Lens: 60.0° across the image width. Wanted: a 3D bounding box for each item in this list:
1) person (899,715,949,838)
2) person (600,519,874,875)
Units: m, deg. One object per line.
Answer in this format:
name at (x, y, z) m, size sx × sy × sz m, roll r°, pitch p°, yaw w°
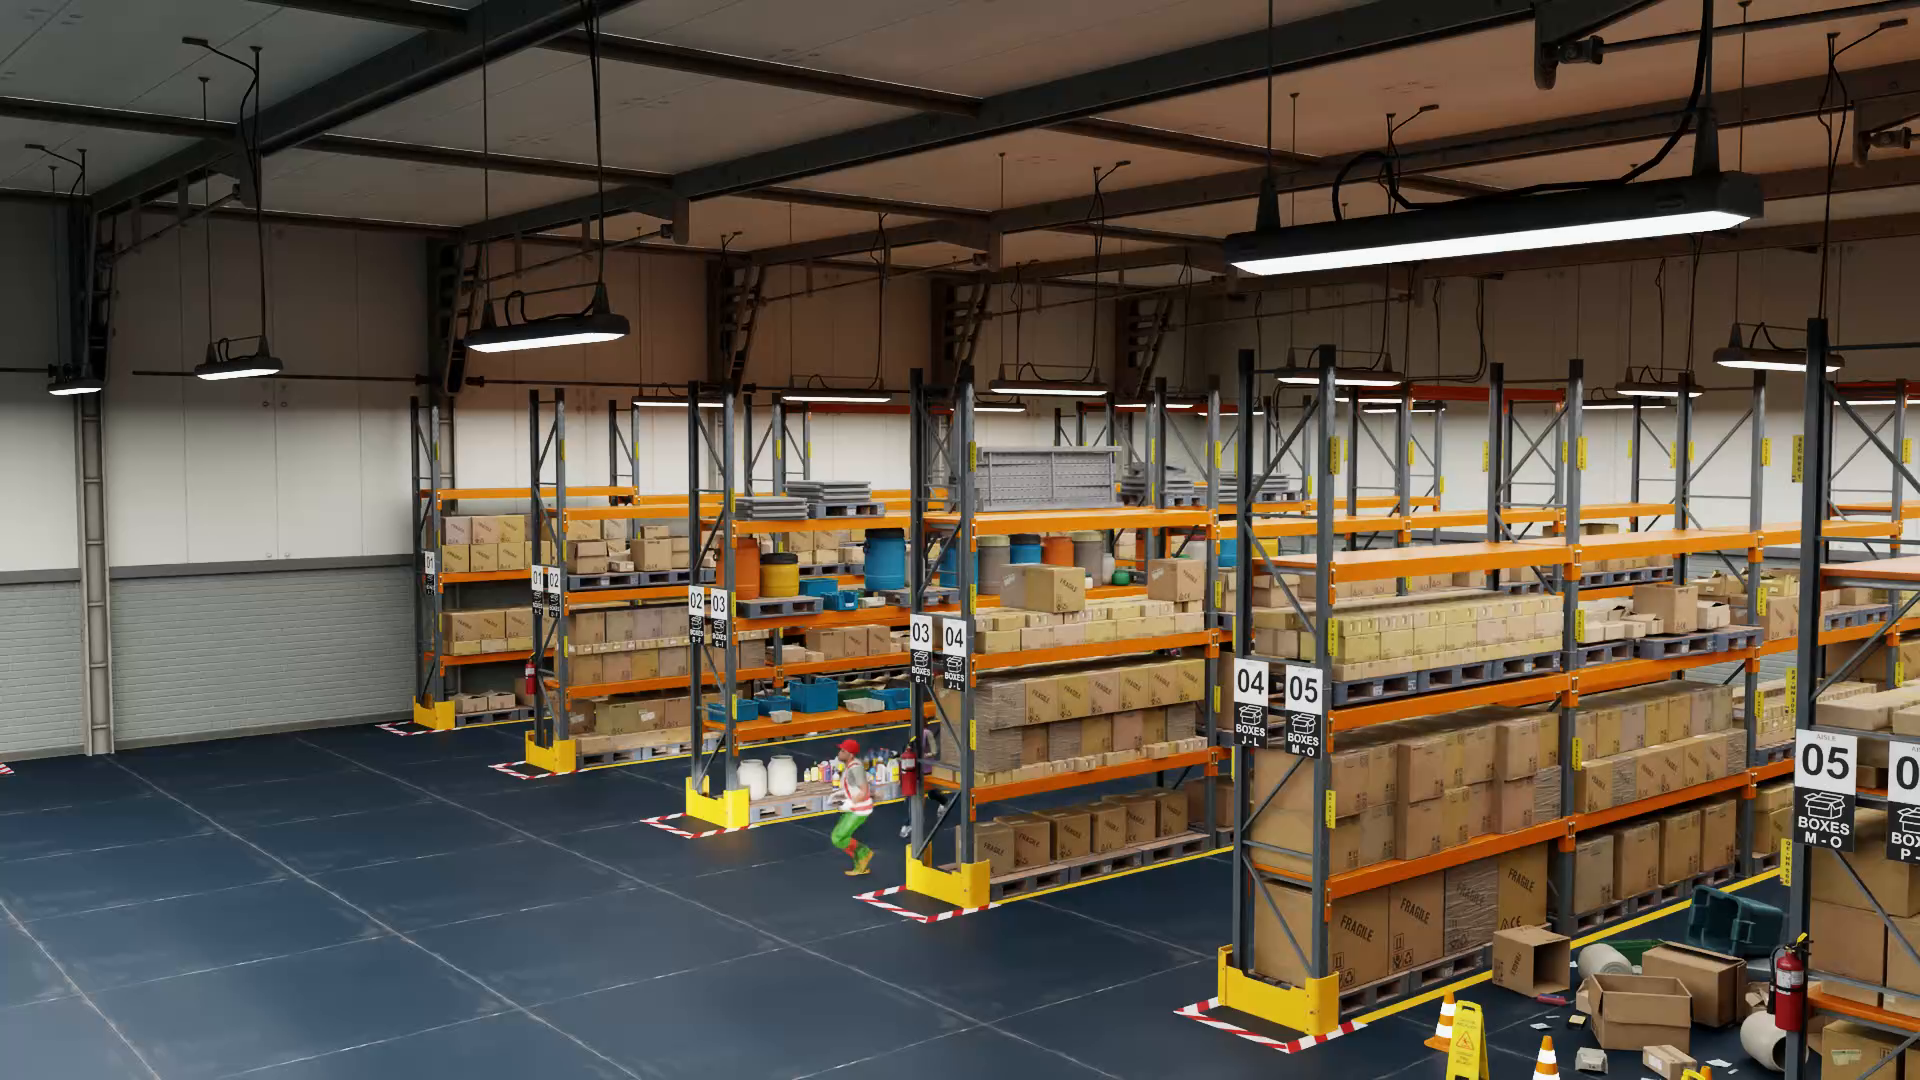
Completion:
person at (-0.461, 3.079, 22.065) m, size 0.495 × 1.615 × 1.017 m, roll 2°, pitch 4°, yaw 31°
person at (-4.068, 1.742, 25.883) m, size 1.578 × 3.817 × 14.499 m, roll -1°, pitch 4°, yaw -19°
